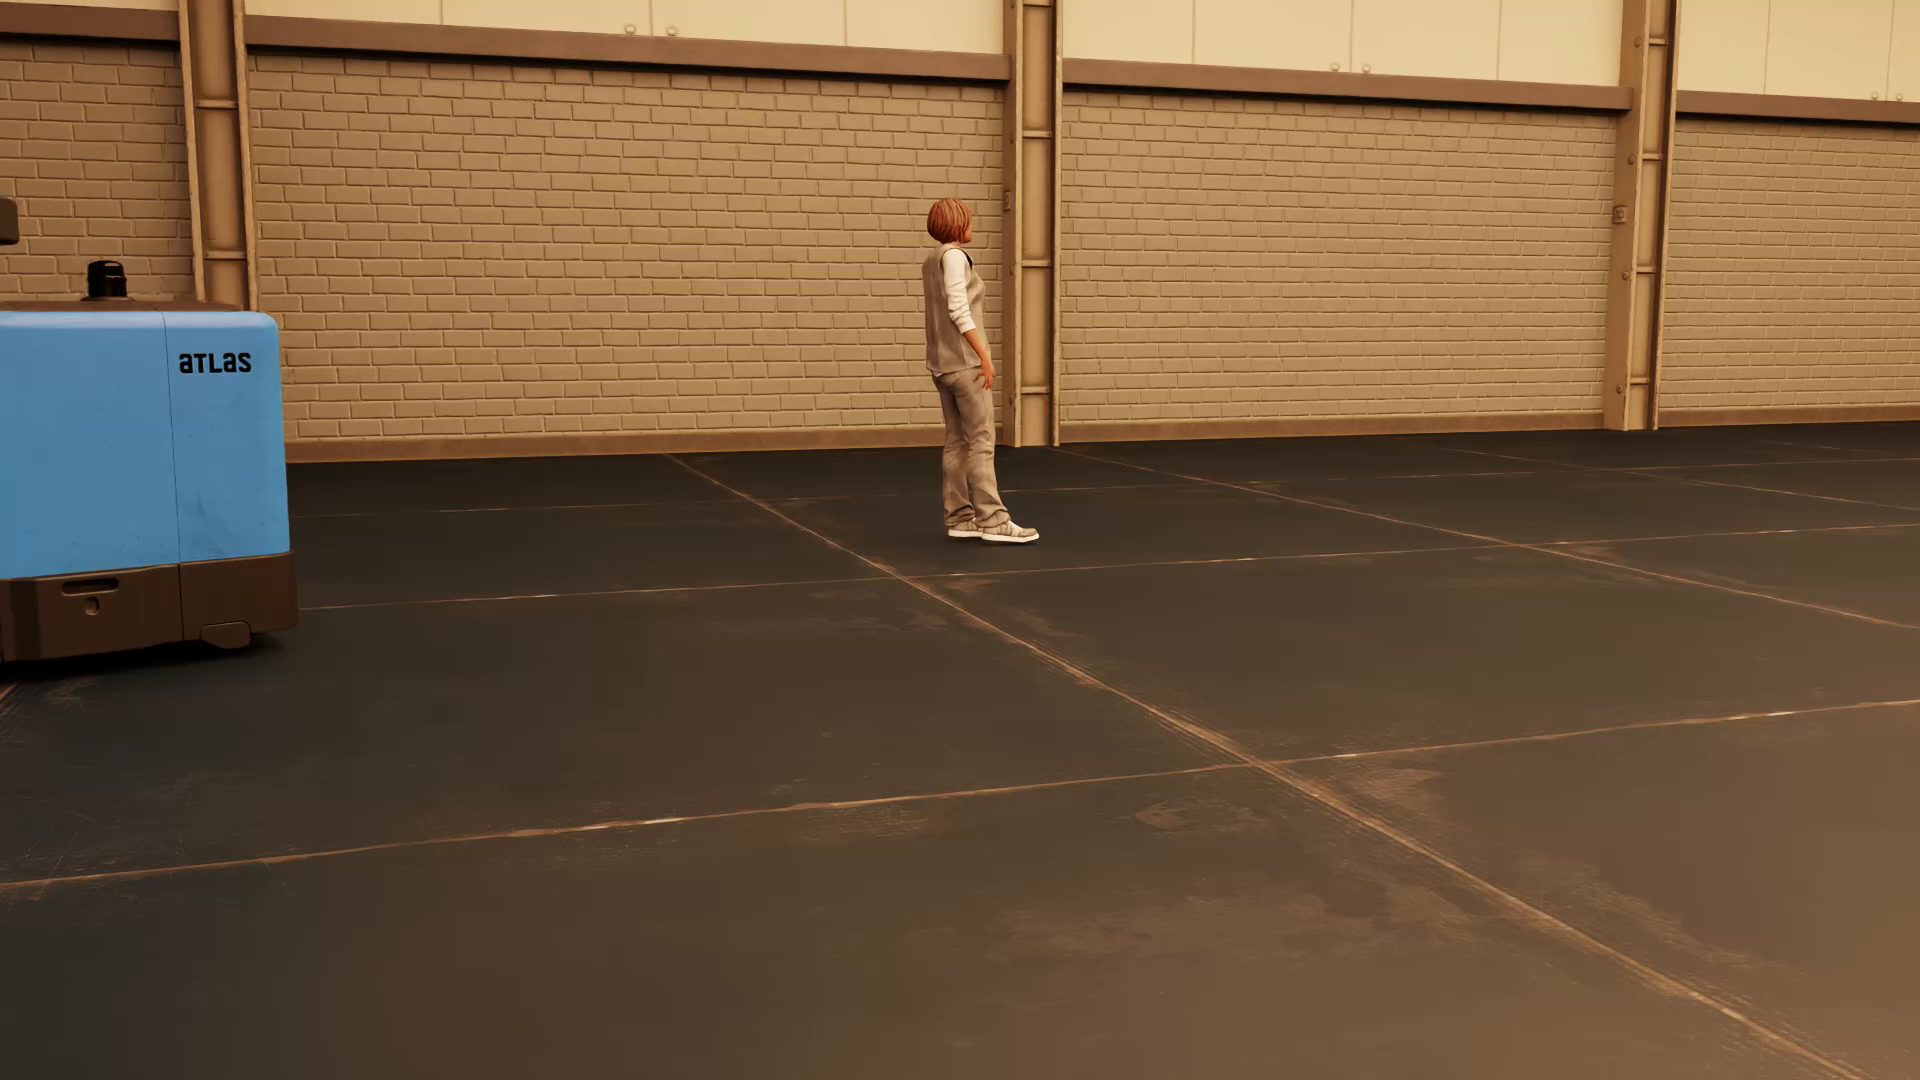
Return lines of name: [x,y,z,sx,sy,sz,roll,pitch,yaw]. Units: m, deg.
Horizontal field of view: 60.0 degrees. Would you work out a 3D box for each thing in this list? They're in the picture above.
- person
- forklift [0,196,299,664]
person: [0.074,-0.800,7.825,0.475,1.597,0.520,-3,8,-18]
forklift: [-3.586,-1.024,4.575,3.031,2.935,1.130,-7,10,-40]
